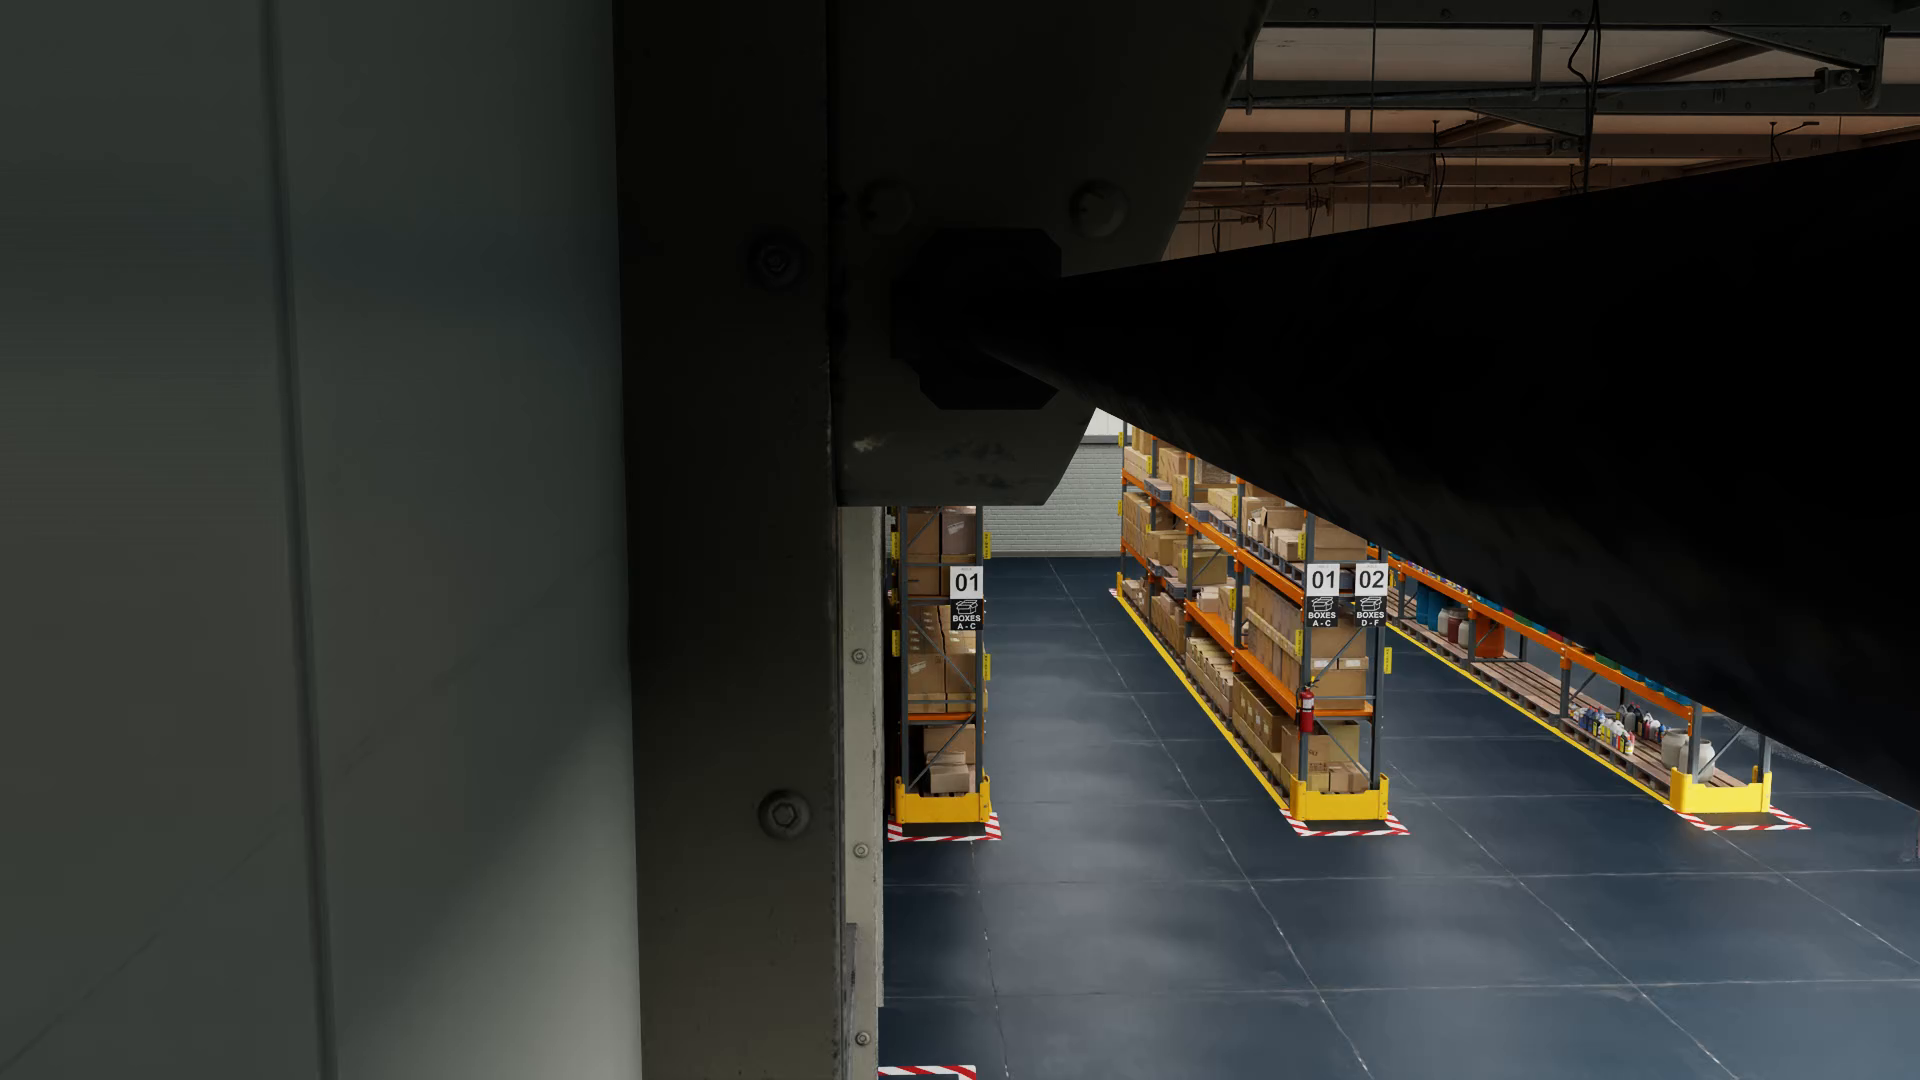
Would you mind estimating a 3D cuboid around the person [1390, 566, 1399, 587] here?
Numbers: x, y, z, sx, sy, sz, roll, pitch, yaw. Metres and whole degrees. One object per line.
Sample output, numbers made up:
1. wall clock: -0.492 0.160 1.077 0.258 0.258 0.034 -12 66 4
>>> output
1. person: 9.622 0.252 37.743 0.733 1.633 0.594 6 10 36
